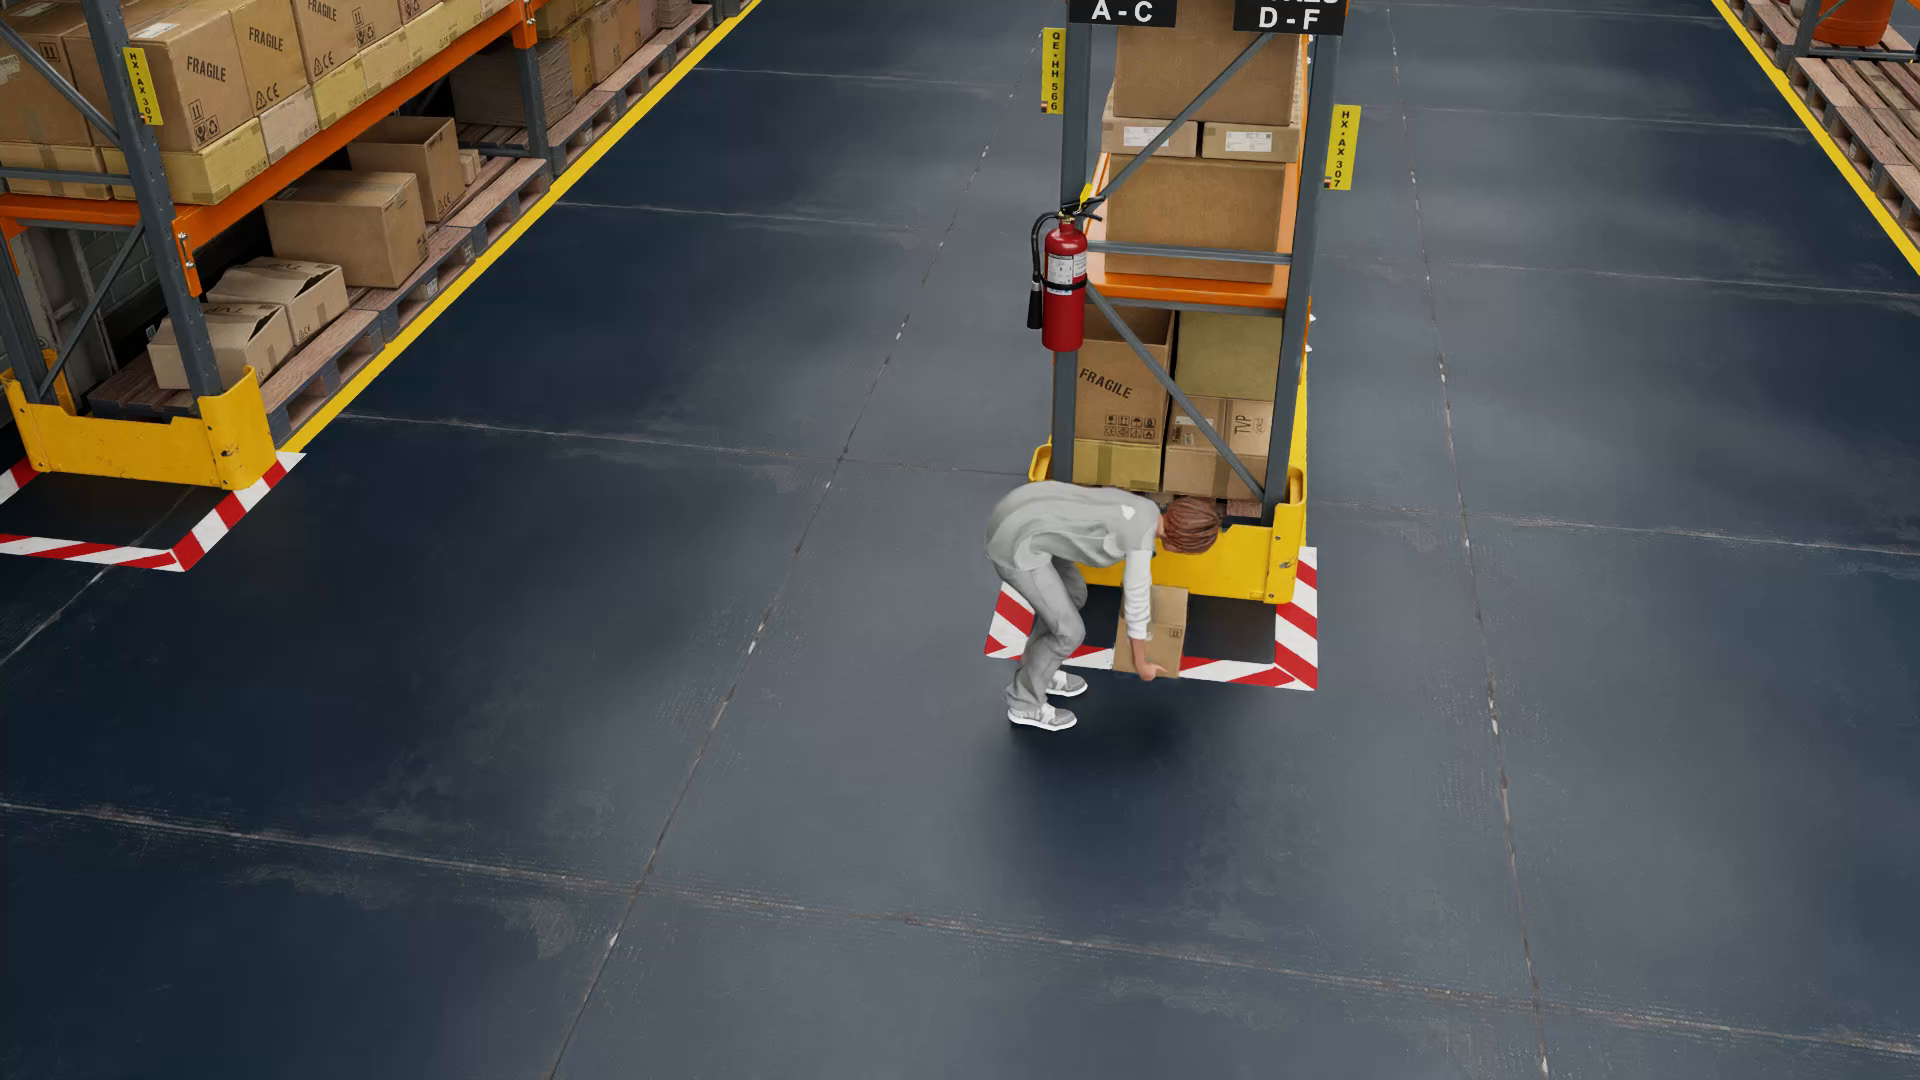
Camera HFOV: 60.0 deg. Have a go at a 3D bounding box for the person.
[{"bbox_3d":[0.521,0.246,6.317,0.871,1.001,0.391,2,33,3],"label":"person"}]
